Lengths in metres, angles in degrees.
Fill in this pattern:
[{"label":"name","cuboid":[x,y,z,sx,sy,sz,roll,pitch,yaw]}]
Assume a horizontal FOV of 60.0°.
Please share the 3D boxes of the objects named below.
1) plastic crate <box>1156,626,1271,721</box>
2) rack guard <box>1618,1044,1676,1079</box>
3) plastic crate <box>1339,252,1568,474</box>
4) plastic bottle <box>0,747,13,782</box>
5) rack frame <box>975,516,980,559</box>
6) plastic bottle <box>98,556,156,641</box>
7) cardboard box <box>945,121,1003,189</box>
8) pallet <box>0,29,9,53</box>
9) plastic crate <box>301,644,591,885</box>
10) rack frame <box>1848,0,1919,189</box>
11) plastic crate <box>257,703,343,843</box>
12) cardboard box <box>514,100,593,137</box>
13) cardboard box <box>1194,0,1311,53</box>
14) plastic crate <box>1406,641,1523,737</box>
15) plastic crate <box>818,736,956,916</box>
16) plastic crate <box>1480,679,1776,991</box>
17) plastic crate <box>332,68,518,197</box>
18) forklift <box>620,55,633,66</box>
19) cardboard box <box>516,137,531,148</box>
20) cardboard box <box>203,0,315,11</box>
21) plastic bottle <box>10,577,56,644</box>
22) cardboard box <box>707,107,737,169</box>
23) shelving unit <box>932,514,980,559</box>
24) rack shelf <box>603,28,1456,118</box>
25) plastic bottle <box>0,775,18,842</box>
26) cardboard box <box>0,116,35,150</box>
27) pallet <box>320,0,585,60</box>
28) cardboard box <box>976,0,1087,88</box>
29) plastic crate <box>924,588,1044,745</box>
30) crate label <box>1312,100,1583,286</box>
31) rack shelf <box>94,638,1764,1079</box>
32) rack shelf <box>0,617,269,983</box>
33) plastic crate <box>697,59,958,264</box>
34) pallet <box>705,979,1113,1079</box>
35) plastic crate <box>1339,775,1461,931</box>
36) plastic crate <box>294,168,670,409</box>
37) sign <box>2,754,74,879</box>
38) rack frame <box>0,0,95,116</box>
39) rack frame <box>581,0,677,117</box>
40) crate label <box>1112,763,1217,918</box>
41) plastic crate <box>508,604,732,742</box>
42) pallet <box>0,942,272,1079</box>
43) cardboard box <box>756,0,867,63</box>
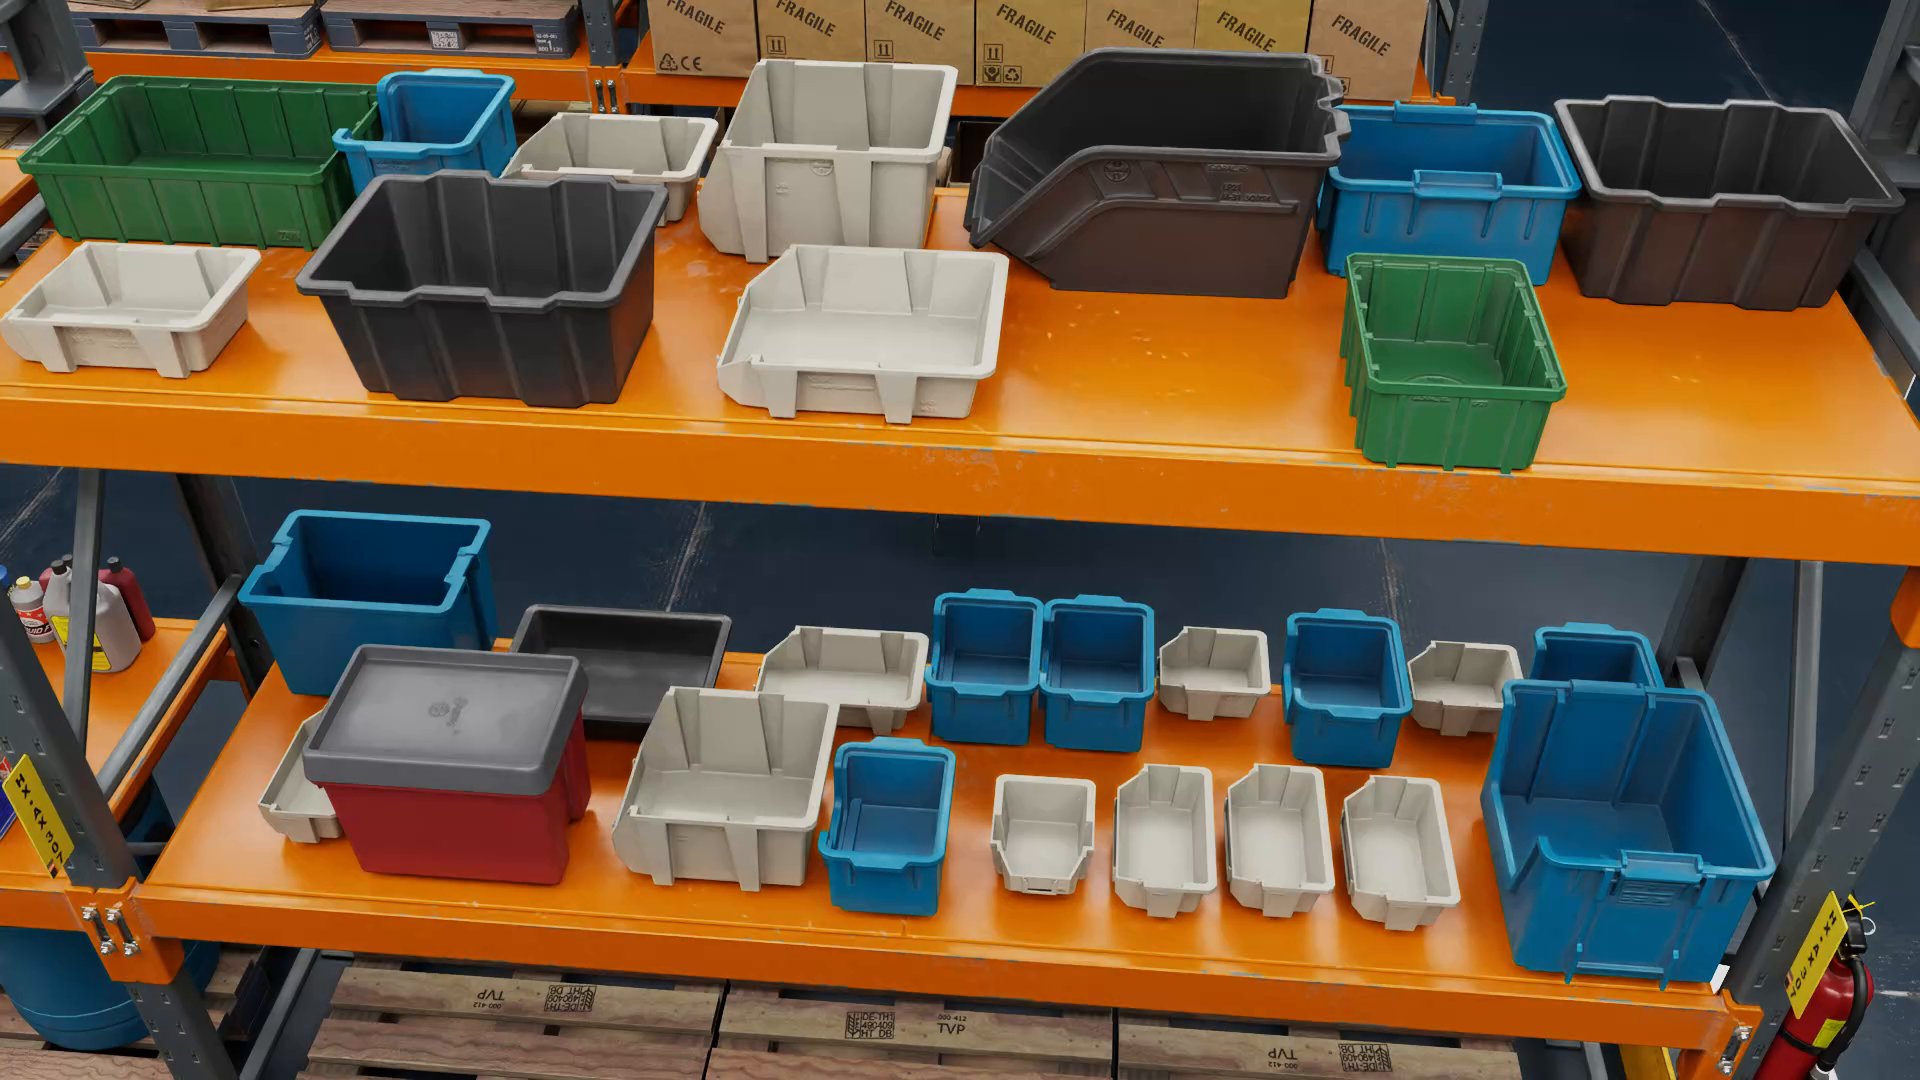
[{"label":"plastic crate","cuboid":[0.691,0.377,4.573,0.298,0.136,0.250,3,39,4]},{"label":"rack guard","cuboid":[1.922,1.587,4.904,0.348,0.500,1.175,3,39,4]},{"label":"plastic crate","cuboid":[0.889,-0.331,3.072,0.336,0.188,0.450,3,39,4]},{"label":"plastic bottle","cuboid":[-2.517,0.586,4.311,0.097,0.201,0.097,0,39,0]},{"label":"rack frame","cuboid":[0.077,-0.461,6.866,0.006,1.200,0.240,3,39,4]},{"label":"plastic bottle","cuboid":[-2.417,0.164,4.765,0.133,0.283,0.061,3,39,4]},{"label":"cardboard box","cuboid":[0.215,-1.812,8.729,0.637,0.503,0.797,3,39,4]},{"label":"pallet","cuboid":[-4.961,-2.859,8.538,1.003,0.211,1.213,3,39,4]},{"label":"plastic crate","cuboid":[-1.221,0.565,4.082,0.583,0.464,0.402,3,39,4]},{"label":"rack frame","cuboid":[1.896,-1.702,2.213,0.127,3.000,1.000,3,39,4]},{"label":"plastic crate","cuboid":[-1.637,0.601,4.297,0.243,0.136,0.396,3,39,4]},{"label":"cardboard box","cuboid":[-2.118,-2.089,9.072,0.500,0.500,0.500,1,39,2]},{"label":"cardboard box","cuboid":[1.341,-2.409,7.754,0.500,0.500,0.500,3,39,4]},{"label":"plastic crate","cuboid":[1.366,0.413,4.527,0.298,0.136,0.250,3,39,4]},{"label":"plastic crate","cuboid":[-0.172,0.716,4.080,0.300,0.233,0.416,3,39,4]},{"label":"plastic crate","cuboid":[1.547,0.687,3.955,0.499,0.435,0.616,3,39,4]},{"label":"plastic crate","cuboid":[-1.154,-0.843,3.666,0.300,0.233,0.416,3,39,4]},{"label":"forklift","cuboid":[-0.722,-4.149,10.026,3.031,2.935,1.130,4,39,4]},{"label":"cardboard box","cuboid":[-2.174,-1.756,8.663,0.500,0.500,0.500,3,39,4]},{"label":"cardboard box","cuboid":[-3.423,-2.967,8.108,0.500,0.500,0.700,-6,40,-8]},{"label":"plastic bottle","cuboid":[-2.667,0.193,4.794,0.097,0.201,0.097,0,39,0]},{"label":"cardboard box","cuboid":[-1.065,-2.057,9.033,0.500,0.500,0.500,3,39,4]},{"label":"shelving unit","cuboid":[-0.014,-0.466,6.872,0.189,1.200,0.258,3,39,4]},{"label":"rack shelf","cuboid":[0.335,-2.321,8.295,4.000,0.370,1.077,3,39,4]},{"label":"plastic bottle","cuboid":[-2.509,0.637,4.190,0.135,0.276,0.152,3,39,4]},{"label":"cardboard box","cuboid":[-5.214,-1.923,8.868,0.500,0.500,0.500,5,39,6]},{"label":"pallet","cuboid":[-2.444,-2.746,8.400,1.213,0.211,1.003,3,39,4]},{"label":"cardboard box","cuboid":[0.342,-2.467,7.825,0.500,0.500,0.500,3,39,3]},{"label":"plastic crate","cuboid":[0.068,0.358,4.520,0.300,0.233,0.416,3,39,4]},{"label":"crate label","cuboid":[1.005,-0.735,3.518,0.502,0.251,0.408,3,39,4]},{"label":"rack shelf","cuboid":[-0.096,0.795,4.468,4.000,0.370,1.077,3,39,4]},{"label":"rack shelf","cuboid":[-4.081,0.577,4.735,4.000,0.370,1.077,3,39,4]},{"label":"plastic crate","cuboid":[-0.285,-0.808,3.584,0.530,0.282,0.437,3,39,4]},{"label":"pallet","cuboid":[-0.134,1.569,5.156,1.213,0.211,1.003,3,39,4]},{"label":"plastic crate","cuboid":[1.068,0.773,4.086,0.243,0.136,0.396,3,39,4]},{"label":"plastic crate","cuboid":[-0.875,-0.466,3.174,0.590,0.269,0.497,3,39,4]},{"label":"sign","cuboid":[-2.138,0.645,3.862,0.005,0.325,0.100,3,39,4]},{"label":"rack frame","cuboid":[-2.089,-1.920,2.480,0.127,3.000,1.000,3,39,4]},{"label":"rack frame","cuboid":[-1.658,-2.708,8.201,0.127,3.000,1.000,3,39,4]},{"label":"crate label","cuboid":[0.501,0.748,4.116,0.243,0.136,0.396,3,39,4]},{"label":"plastic crate","cuboid":[-0.950,0.382,4.575,0.590,0.125,0.437,3,39,4]},{"label":"pallet","cuboid":[-2.854,1.420,5.338,1.213,0.211,1.003,3,39,4]},{"label":"cardboard box","cuboid":[-0.663,-2.522,7.893,0.500,0.500,0.500,4,39,5]}]
